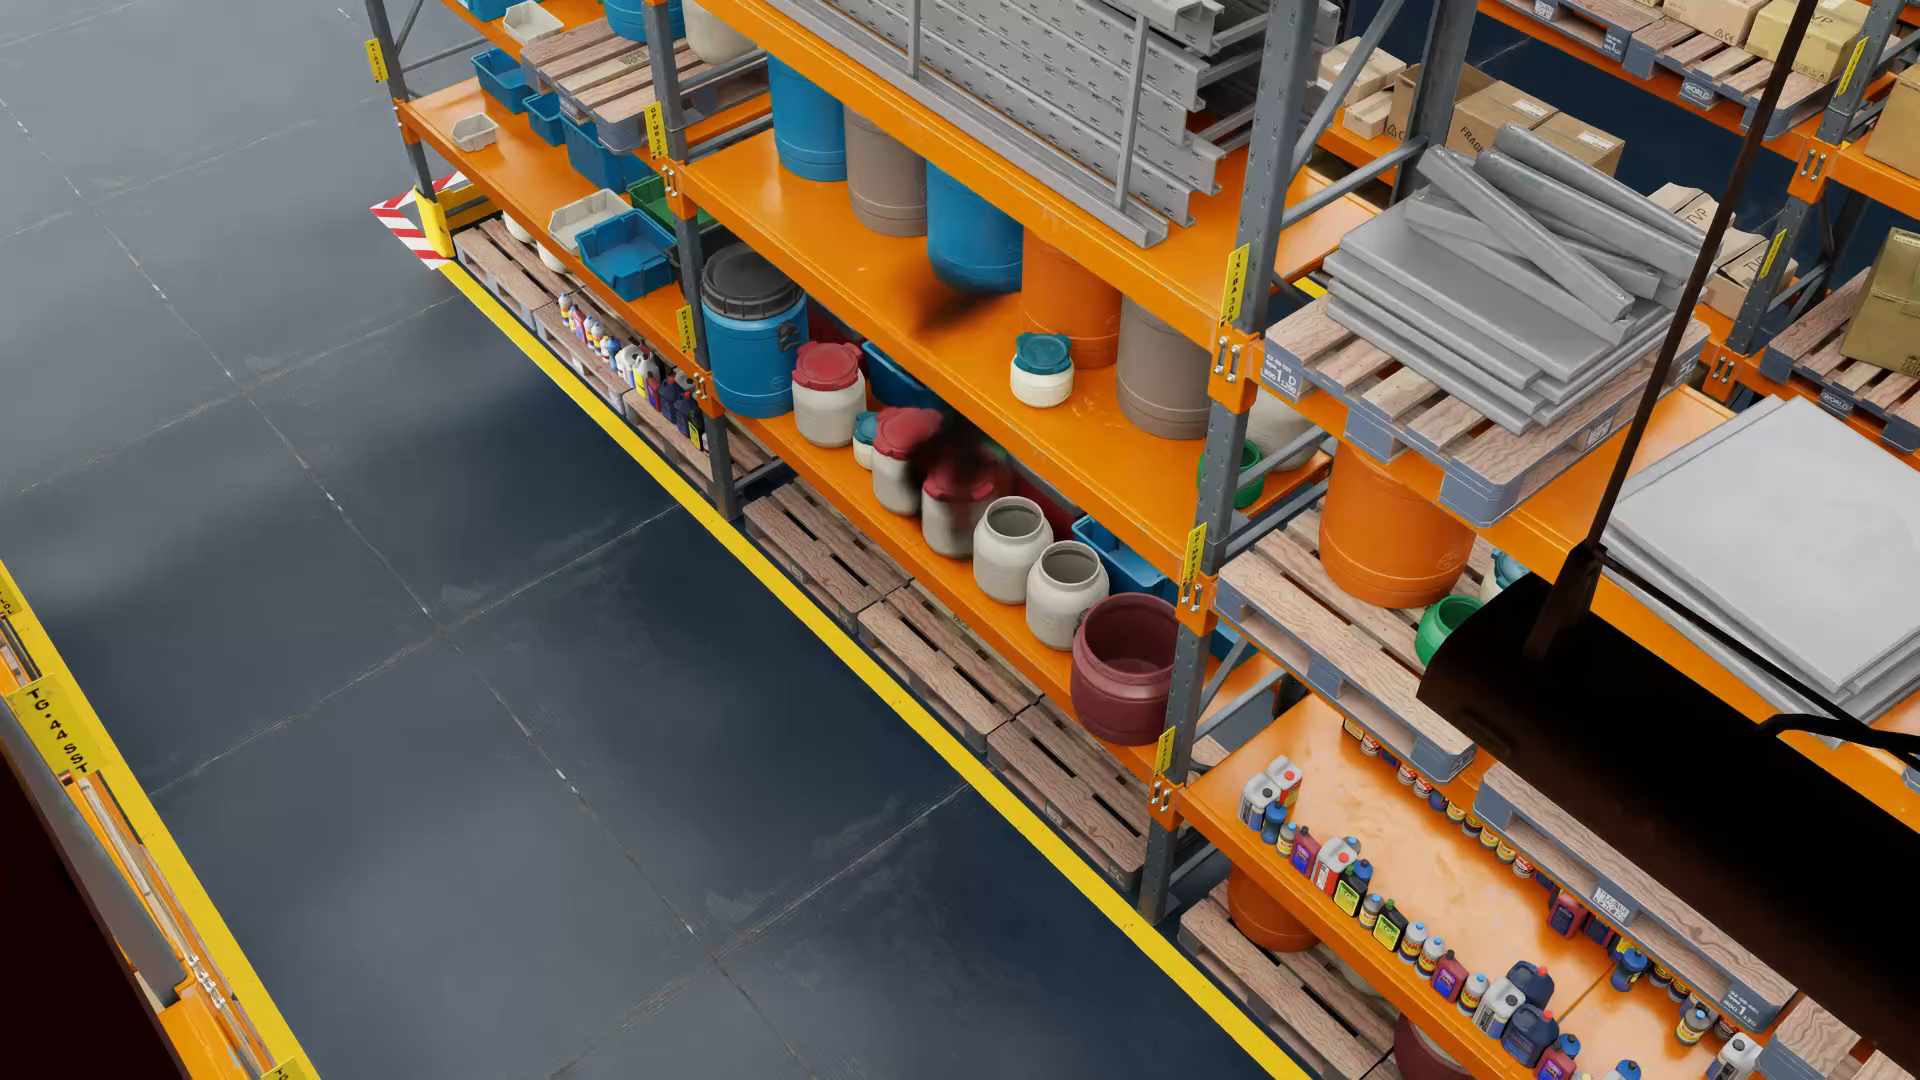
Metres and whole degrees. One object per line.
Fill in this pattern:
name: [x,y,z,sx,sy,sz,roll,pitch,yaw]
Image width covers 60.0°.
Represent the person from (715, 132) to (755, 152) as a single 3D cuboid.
person: [-1.684,-3.446,13.111,0.745,1.675,0.664,18,49,16]
